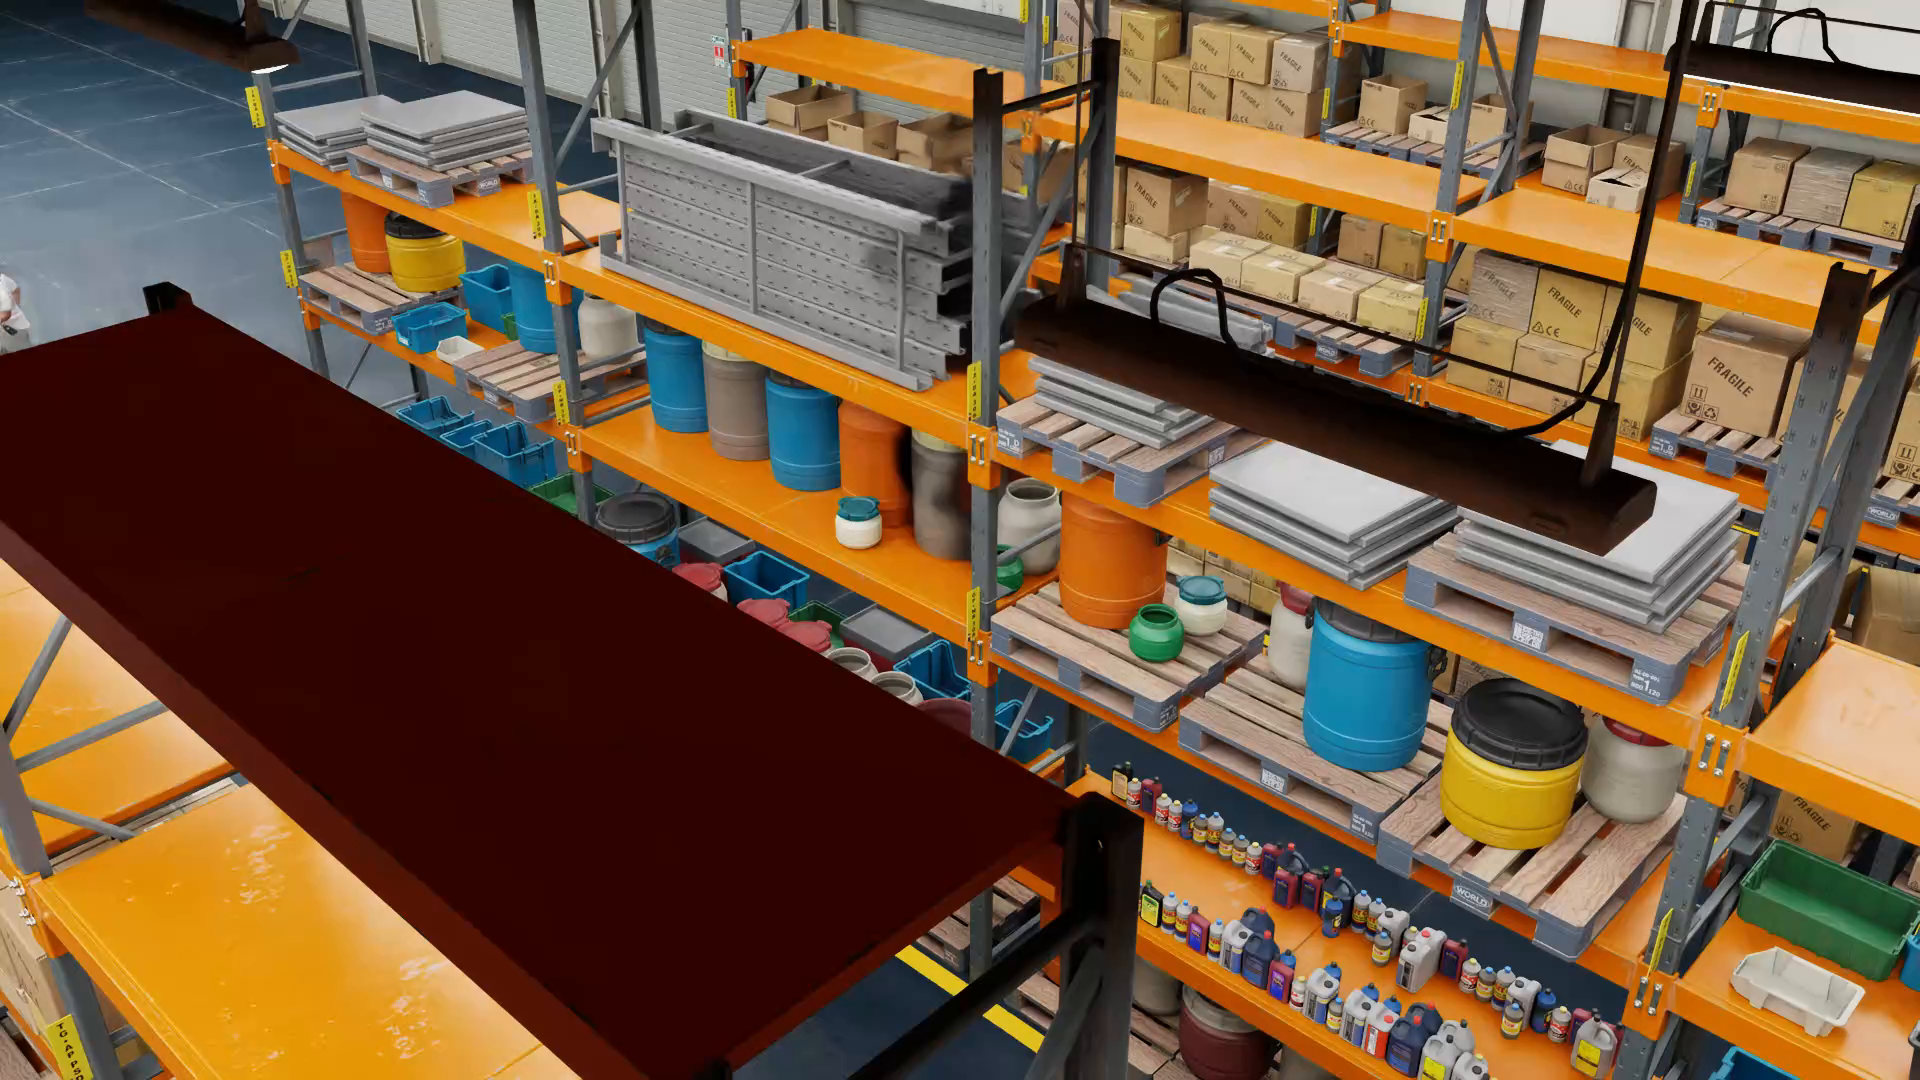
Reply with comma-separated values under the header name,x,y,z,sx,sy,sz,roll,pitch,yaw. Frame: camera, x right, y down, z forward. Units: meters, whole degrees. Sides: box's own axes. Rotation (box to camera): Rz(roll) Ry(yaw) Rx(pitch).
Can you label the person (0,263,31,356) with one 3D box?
name,x,y,z,sx,sy,sz,roll,pitch,yaw
person,-10.718,-2.380,18.703,0.742,1.745,0.591,-19,34,-30
